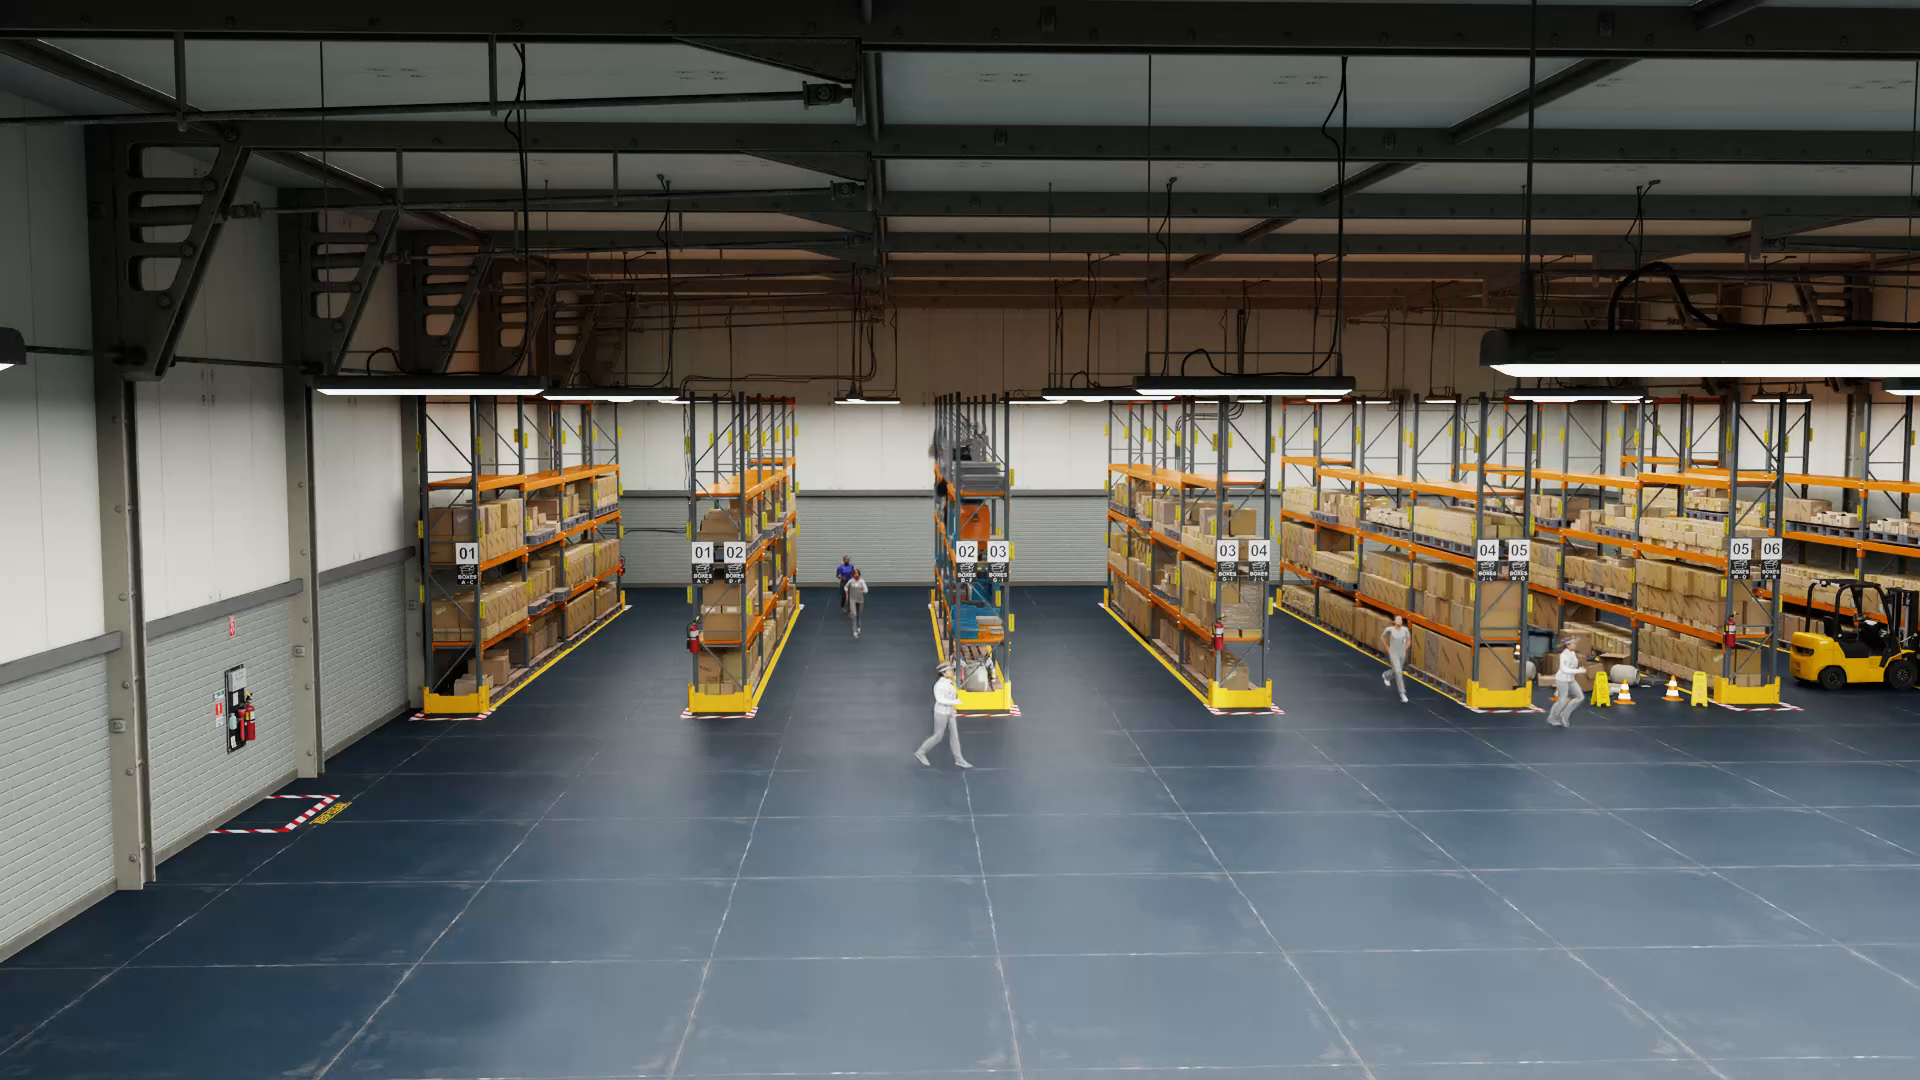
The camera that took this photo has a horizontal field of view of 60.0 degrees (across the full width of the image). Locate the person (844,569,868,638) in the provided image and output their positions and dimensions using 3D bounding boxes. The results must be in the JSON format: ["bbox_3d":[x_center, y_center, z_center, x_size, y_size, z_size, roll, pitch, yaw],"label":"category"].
[{"bbox_3d":[-2.461,1.487,39.547,0.532,1.608,0.847,-1,5,-10],"label":"person"}]

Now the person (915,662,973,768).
[{"bbox_3d":[-0.261,2.754,26.239,0.927,1.693,0.605,1,5,18],"label":"person"}]

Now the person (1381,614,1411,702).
[{"bbox_3d":[8.612,2.278,32.780,0.536,1.672,1.124,-1,5,-15],"label":"person"}]

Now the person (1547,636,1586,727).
[{"bbox_3d":[10.794,2.510,29.573,0.716,1.663,0.639,4,6,43],"label":"person"}]

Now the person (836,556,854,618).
[{"bbox_3d":[-3.127,1.258,45.551,0.560,1.662,0.922,-1,5,-15],"label":"person"}]
